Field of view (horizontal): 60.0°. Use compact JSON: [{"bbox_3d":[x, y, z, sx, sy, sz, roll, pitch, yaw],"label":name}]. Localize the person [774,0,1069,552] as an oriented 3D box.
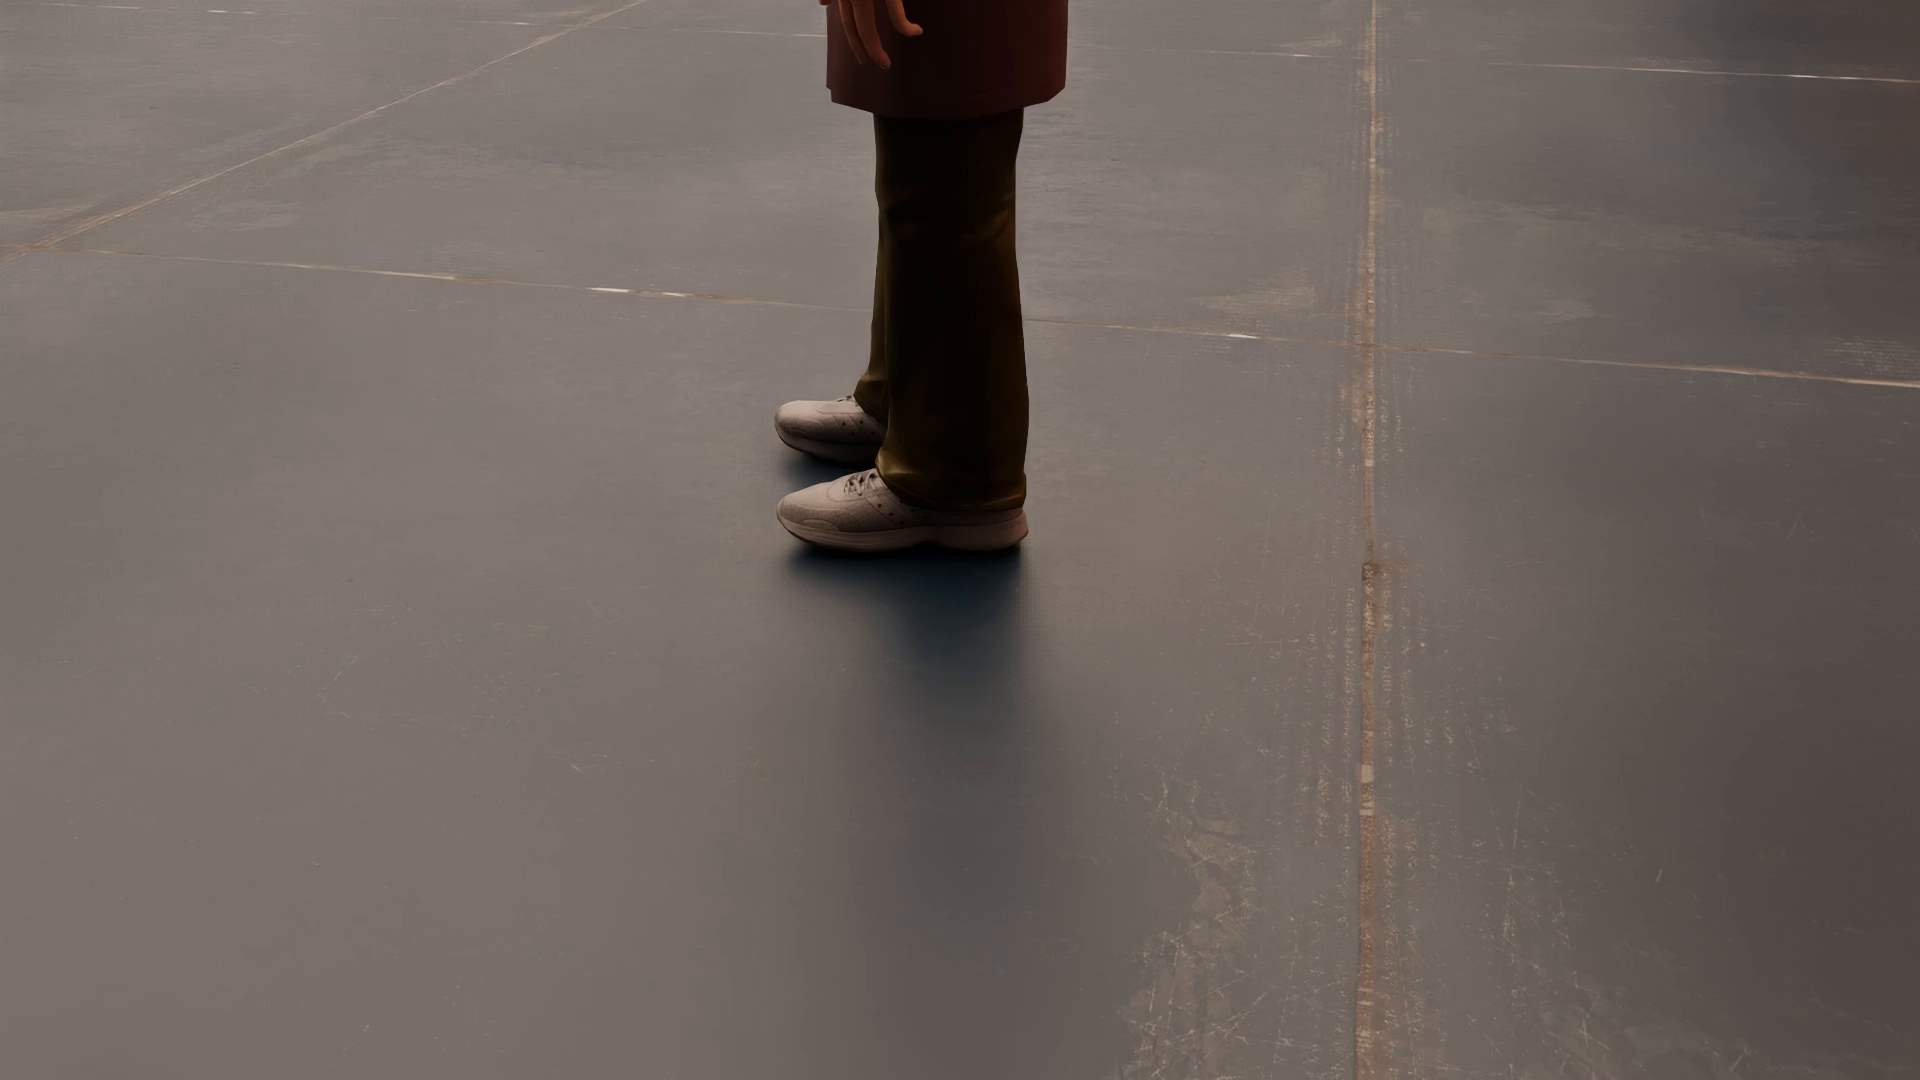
[{"bbox_3d":[-0.089,-0.811,2.117,0.579,1.778,0.698,6,27,11],"label":"person"}]
